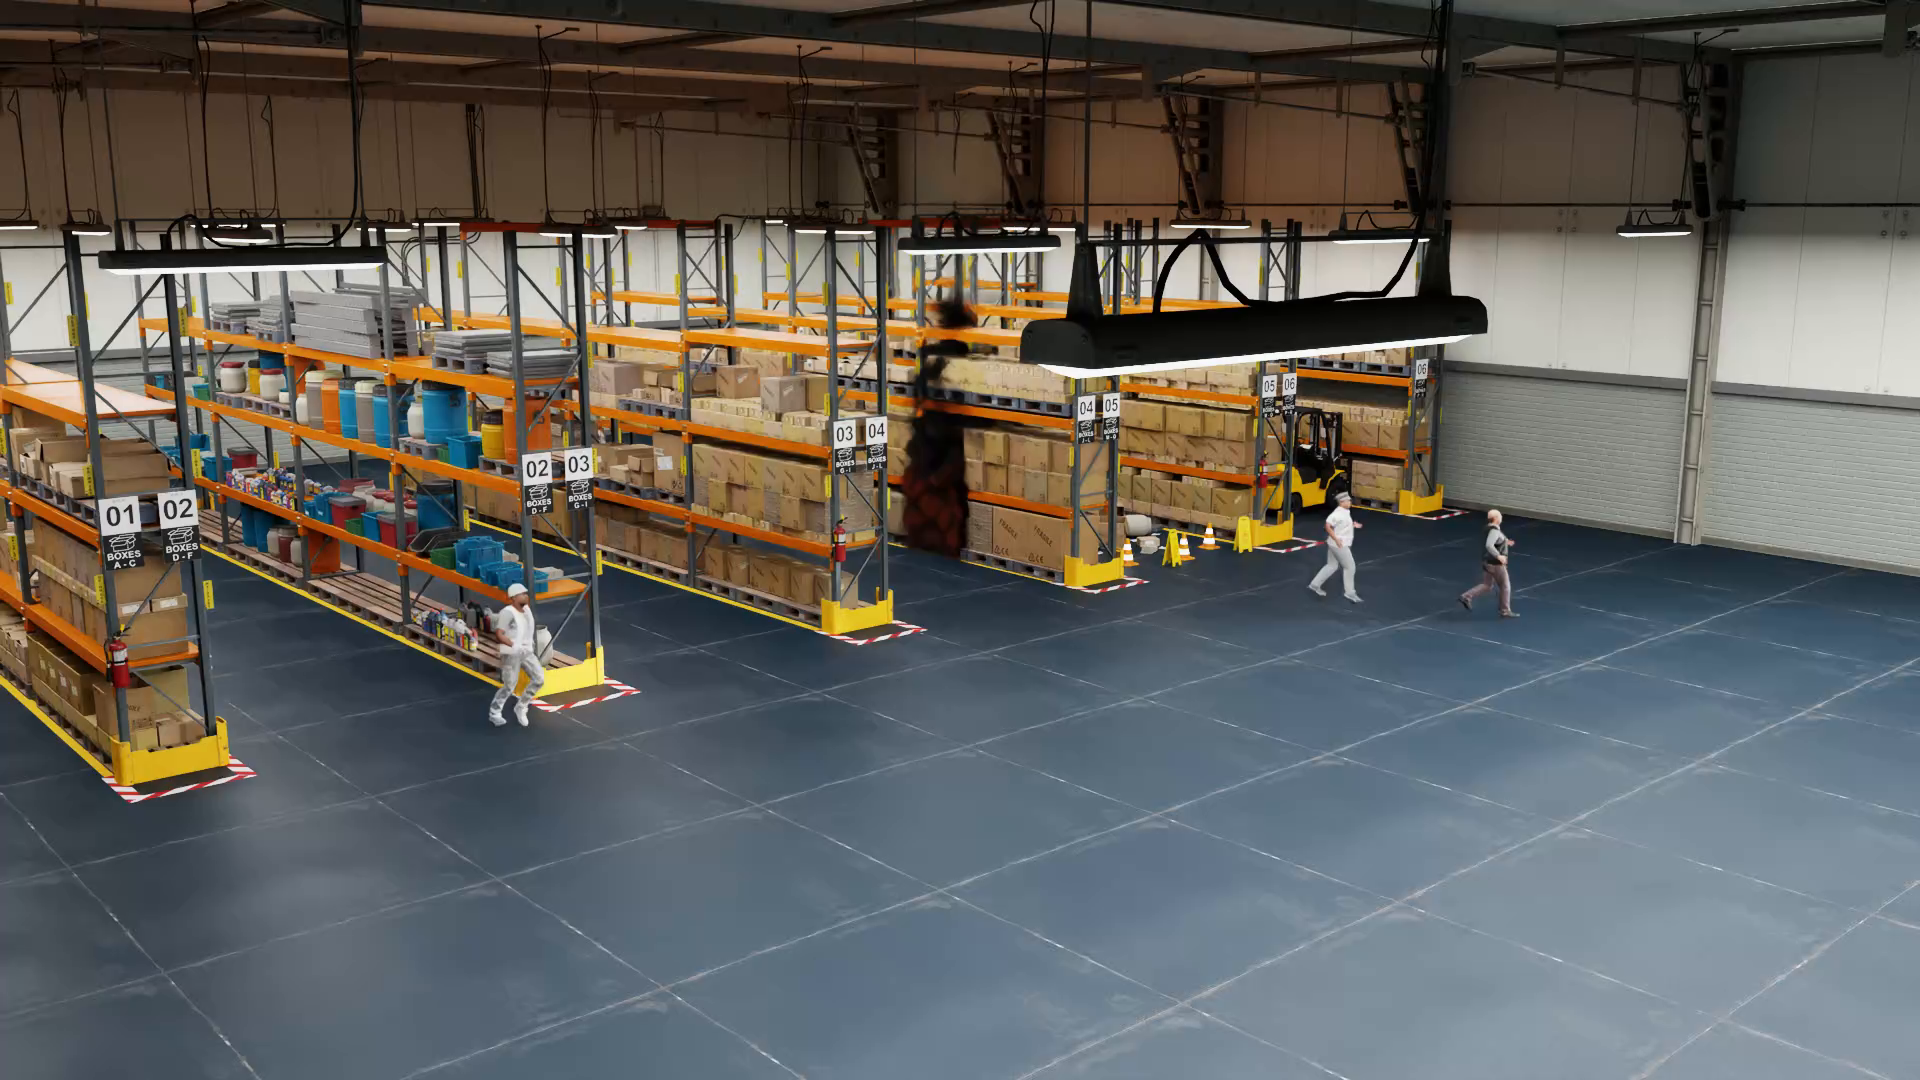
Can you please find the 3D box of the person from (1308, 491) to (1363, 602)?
[{"bbox_3d":[6.110,0.101,26.911,0.884,1.831,0.636,1,11,5],"label":"person"}]

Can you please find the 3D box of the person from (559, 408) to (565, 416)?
[{"bbox_3d":[-9.162,-2.207,38.332,0.706,1.783,0.896,-5,13,-24],"label":"person"}]

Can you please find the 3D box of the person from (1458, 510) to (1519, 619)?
[{"bbox_3d":[8.223,0.370,25.680,0.930,1.699,0.666,-1,11,-3],"label":"person"}]

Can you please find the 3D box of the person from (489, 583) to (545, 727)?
[{"bbox_3d":[-5.437,1.408,20.525,0.642,1.765,0.747,5,12,23],"label":"person"}]

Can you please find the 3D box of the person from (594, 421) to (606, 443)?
[{"bbox_3d":[-8.344,-1.930,37.533,0.641,1.620,0.869,-7,14,-33],"label":"person"}]
